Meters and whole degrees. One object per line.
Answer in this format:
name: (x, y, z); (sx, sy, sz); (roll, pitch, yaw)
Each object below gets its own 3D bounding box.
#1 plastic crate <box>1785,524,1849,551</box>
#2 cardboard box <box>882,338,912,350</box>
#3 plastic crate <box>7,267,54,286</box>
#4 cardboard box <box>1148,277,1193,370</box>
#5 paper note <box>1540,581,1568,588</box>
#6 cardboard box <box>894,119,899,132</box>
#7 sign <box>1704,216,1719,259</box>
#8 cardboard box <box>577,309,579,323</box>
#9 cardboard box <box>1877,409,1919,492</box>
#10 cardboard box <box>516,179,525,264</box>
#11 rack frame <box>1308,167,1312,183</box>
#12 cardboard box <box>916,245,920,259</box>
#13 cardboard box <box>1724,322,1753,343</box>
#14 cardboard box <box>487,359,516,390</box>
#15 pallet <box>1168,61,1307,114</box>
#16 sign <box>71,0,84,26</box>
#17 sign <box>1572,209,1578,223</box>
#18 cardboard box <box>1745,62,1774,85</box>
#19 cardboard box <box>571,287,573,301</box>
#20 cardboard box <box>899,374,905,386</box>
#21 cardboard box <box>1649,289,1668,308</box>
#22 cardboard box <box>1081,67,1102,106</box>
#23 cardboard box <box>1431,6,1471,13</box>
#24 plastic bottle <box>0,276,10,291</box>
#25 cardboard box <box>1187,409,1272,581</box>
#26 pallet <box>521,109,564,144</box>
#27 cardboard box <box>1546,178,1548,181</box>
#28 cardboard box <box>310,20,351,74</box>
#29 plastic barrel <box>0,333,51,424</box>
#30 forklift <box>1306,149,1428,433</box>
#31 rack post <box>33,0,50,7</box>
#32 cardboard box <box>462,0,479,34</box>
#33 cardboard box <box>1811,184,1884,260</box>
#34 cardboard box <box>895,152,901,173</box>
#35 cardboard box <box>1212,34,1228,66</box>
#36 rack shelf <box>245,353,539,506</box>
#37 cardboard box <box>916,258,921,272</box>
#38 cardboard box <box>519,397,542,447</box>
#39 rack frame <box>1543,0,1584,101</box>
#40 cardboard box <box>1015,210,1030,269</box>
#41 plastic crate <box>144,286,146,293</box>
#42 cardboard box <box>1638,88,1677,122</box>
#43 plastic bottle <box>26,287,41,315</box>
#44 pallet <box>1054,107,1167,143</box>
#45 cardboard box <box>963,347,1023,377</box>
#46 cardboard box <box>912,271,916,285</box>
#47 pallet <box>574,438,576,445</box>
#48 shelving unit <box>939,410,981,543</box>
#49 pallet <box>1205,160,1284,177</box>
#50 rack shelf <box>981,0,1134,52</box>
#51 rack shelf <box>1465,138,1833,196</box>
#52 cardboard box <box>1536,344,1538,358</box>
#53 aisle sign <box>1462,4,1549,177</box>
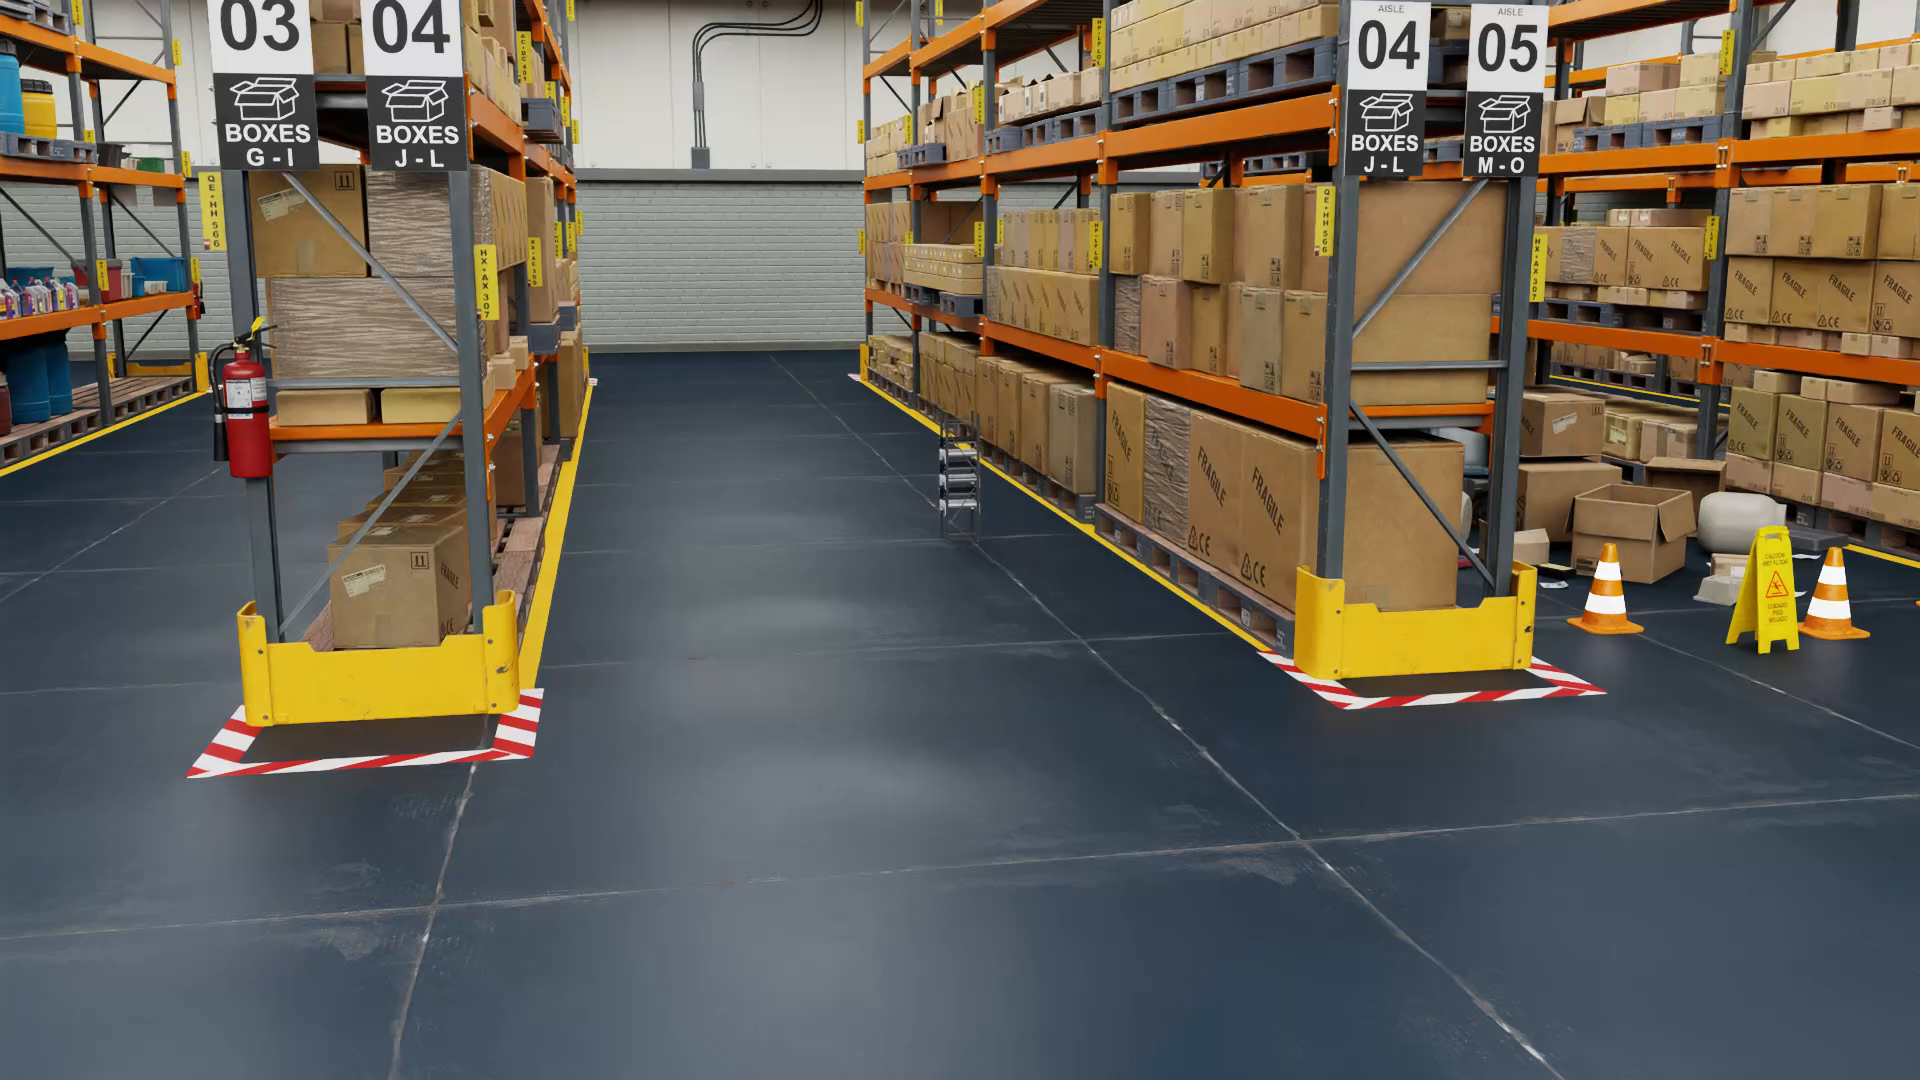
plastic crate: (5.831, -0.027, 11.622); (0.402, 0.080, 0.583); (-6, 13, -31)
cardboard box: (-0.846, -2.631, 22.408); (0.380, 0.149, 0.250); (-3, 11, -14)
plastic crate: (-10.230, -2.800, 18.269); (0.392, 0.384, 0.575); (-2, 11, -11)
cardboard box: (1.697, -1.383, 10.540); (0.875, 0.550, 0.550); (-2, 11, -11)
paper note: (3.641, 0.271, 10.194); (0.144, 0.017, 0.142); (2, 11, 9)
cardboard box: (-0.601, -5.127, 20.586); (0.380, 0.149, 0.250); (-3, 11, -13)
sign: (5.787, -2.327, 12.801); (0.100, 0.325, 0.005); (-2, 11, -11)
cardboard box: (-5.344, -2.500, 21.370); (0.875, 0.875, 0.875); (-2, 11, -11)
cardboard box: (6.501, -0.595, 11.024); (0.500, 0.500, 0.500); (-2, 11, -12)
cardboard box: (-2.934, -1.940, 10.132); (0.500, 0.500, 0.500); (-2, 11, -11)
rack frame: (4.774, -3.246, 20.728); (1.000, 3.000, 0.127); (-2, 11, -11)
cardboard box: (-0.282, -3.190, 18.390); (0.380, 0.149, 0.250); (-2, 11, -12)
cardboard box: (6.077, -1.586, 12.678); (0.380, 0.149, 0.250); (-2, 11, -11)
cardboard box: (-2.631, -0.901, 9.079); (0.380, 0.149, 0.250); (-2, 11, -11)
pallet: (1.877, -2.636, 9.740); (1.003, 0.211, 1.213); (-2, 11, -11)
sign: (-9.265, -5.569, 17.450); (0.100, 0.325, 0.005); (-2, 11, -11)
sign: (9.413, -4.901, 25.483); (0.100, 0.325, 0.005); (-2, 11, -11)
cardboard box: (6.071, -3.451, 12.321); (0.380, 0.149, 0.250); (-2, 11, -12)
cardboard box: (-4.729, -2.877, 19.459); (0.380, 0.149, 0.250); (-2, 11, -13)
cardboard box: (-0.555, -2.009, 20.733); (0.380, 0.149, 0.250); (-2, 11, -13)
cardboard box: (5.926, -1.995, 13.704); (0.380, 0.149, 0.250); (-2, 11, -13)
cardboard box: (1.200, -3.359, 12.311); (0.500, 0.250, 0.500); (-2, 11, -10)
cardboard box: (2.430, -2.746, 8.292); (0.500, 0.250, 0.500); (-2, 11, -11)
plastic bottle: (-10.046, -2.597, 17.452); (0.144, 0.351, 0.185); (-2, 11, -11)
cardboard box: (1.903, -0.292, 9.769); (0.875, 0.875, 0.875); (-2, 11, -12)
pallet: (-3.611, -3.107, 12.477); (1.213, 0.211, 1.003); (-2, 11, -11)
cardboard box: (8.756, -5.300, 24.168); (0.380, 0.149, 0.250); (-2, 11, -10)
cardboard box: (-2.955, -2.164, 7.421); (0.500, 0.250, 0.500); (-2, 11, -10)
plastic barrel: (-9.578, -1.651, 16.835); (0.600, 0.901, 0.708); (-2, 11, -11)
forklift: (3.824, -2.006, 14.395); (3.031, 2.935, 1.130); (-5, 12, -25)
rack post: (-9.672, -5.460, 16.516); (0.937, 0.300, 0.954); (-2, 11, -12)
cardboard box: (-2.395, -2.390, 7.545); (0.380, 0.149, 0.250); (-2, 11, -10)
cardboard box: (6.352, -2.189, 11.437); (0.700, 0.500, 0.500); (-2, 11, -12)
cardboard box: (-0.507, -4.619, 20.323); (0.500, 0.250, 0.500); (-2, 11, -11)
cardboard box: (1.629, -2.734, 9.296); (0.380, 0.149, 0.250); (-2, 11, -11)
rack shelf: (-3.001, -0.698, 9.265); (1.077, 0.370, 4.000); (-2, 11, -11)
cardboard box: (-0.282, -3.045, 18.425); (0.380, 0.149, 0.250); (-3, 11, -13)
cardboard box: (-3.898, -0.917, 13.999); (0.700, 0.500, 0.500); (-3, 11, -16)
rack frame: (8.865, -7.108, 24.973); (1.000, 3.000, 0.127); (-2, 11, -11)
cardboard box: (0.894, -2.679, 14.806); (0.700, 0.500, 0.500); (-2, 11, -12)
plastic crate: (-10.050, -3.038, 20.183); (0.298, 0.136, 0.250); (-2, 11, -11)
cardboard box: (5.981, -3.580, 13.737); (0.500, 0.250, 0.500); (-2, 11, -10)
plastic bottle: (-9.171, -2.357, 16.390); (0.152, 0.276, 0.135); (-2, 11, -11)
pallet: (1.268, -3.126, 12.587); (0.805, 0.209, 1.217); (-3, 11, -13)
cardboard box: (0.326, -1.776, 16.563); (0.500, 0.250, 0.500); (-2, 11, -12)
cardboard box: (-0.332, -2.945, 18.694); (0.380, 0.149, 0.250); (-2, 11, -11)
pallet: (-4.482, -1.153, 17.188); (1.003, 0.211, 1.213); (-2, 11, -11)
shelving unit: (-0.002, -0.444, 11.620); (0.258, 0.900, 0.210); (-2, 11, -11)
pallet: (4.151, -5.274, 23.597); (1.003, 0.211, 1.213); (-2, 11, -11)
rack shelf: (1.106, -4.344, 13.447); (1.077, 0.370, 4.000); (-2, 11, -11)
rack shelf: (5.941, -3.266, 14.733); (1.077, 0.370, 4.000); (-2, 11, -11)
cardboard box: (8.891, -3.025, 25.121); (0.797, 0.503, 0.637); (-3, 11, -13)
aisle sign: (2.581, -2.121, 7.867); (0.394, 0.787, 0.004); (-2, 11, -11)
